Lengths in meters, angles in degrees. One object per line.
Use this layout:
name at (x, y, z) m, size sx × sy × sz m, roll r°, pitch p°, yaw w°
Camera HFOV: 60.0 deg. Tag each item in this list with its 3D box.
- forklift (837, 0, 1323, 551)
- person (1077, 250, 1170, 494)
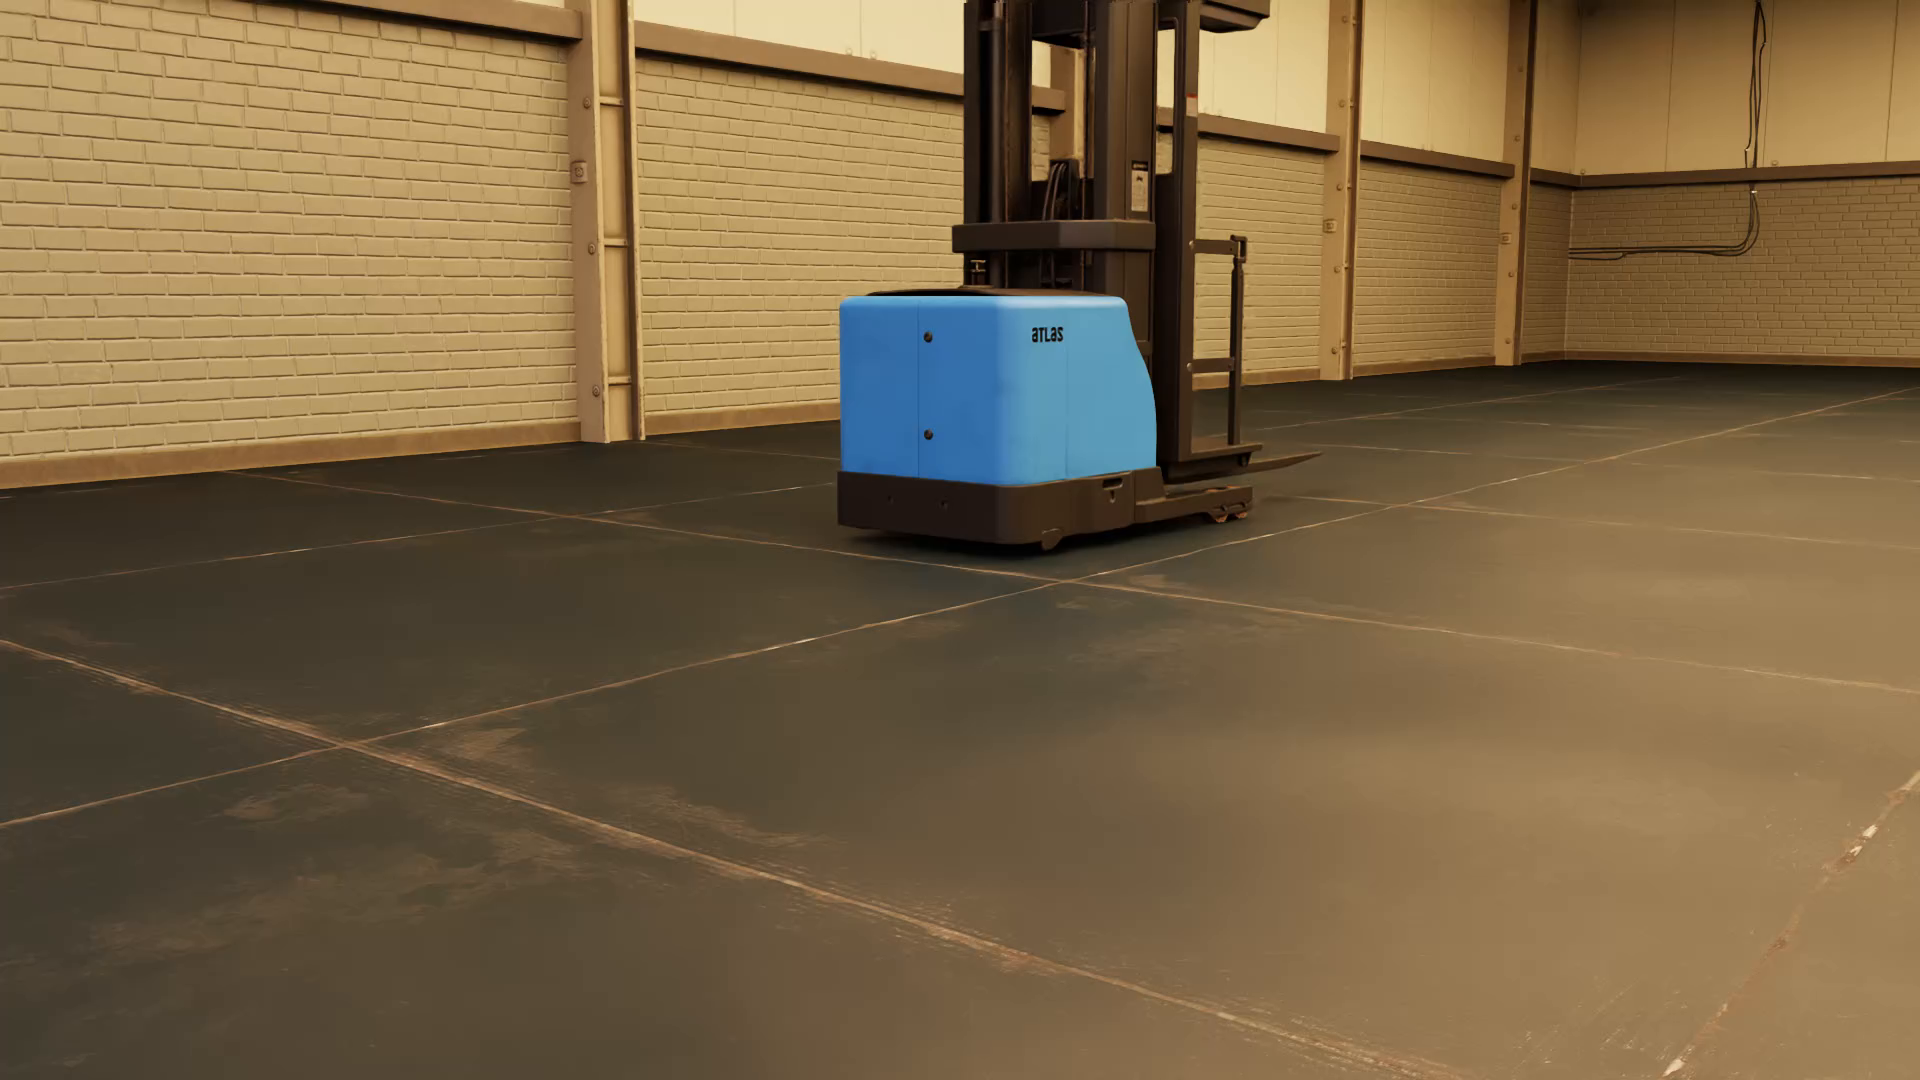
forklift at (0.780, -1.572, 8.022) m, size 1.130 × 2.935 × 3.031 m, roll 7°, pitch 11°, yaw 39°
person at (0.824, -0.874, 8.023) m, size 0.679 × 1.544 × 0.702 m, roll -1°, pitch 8°, yaw -6°
